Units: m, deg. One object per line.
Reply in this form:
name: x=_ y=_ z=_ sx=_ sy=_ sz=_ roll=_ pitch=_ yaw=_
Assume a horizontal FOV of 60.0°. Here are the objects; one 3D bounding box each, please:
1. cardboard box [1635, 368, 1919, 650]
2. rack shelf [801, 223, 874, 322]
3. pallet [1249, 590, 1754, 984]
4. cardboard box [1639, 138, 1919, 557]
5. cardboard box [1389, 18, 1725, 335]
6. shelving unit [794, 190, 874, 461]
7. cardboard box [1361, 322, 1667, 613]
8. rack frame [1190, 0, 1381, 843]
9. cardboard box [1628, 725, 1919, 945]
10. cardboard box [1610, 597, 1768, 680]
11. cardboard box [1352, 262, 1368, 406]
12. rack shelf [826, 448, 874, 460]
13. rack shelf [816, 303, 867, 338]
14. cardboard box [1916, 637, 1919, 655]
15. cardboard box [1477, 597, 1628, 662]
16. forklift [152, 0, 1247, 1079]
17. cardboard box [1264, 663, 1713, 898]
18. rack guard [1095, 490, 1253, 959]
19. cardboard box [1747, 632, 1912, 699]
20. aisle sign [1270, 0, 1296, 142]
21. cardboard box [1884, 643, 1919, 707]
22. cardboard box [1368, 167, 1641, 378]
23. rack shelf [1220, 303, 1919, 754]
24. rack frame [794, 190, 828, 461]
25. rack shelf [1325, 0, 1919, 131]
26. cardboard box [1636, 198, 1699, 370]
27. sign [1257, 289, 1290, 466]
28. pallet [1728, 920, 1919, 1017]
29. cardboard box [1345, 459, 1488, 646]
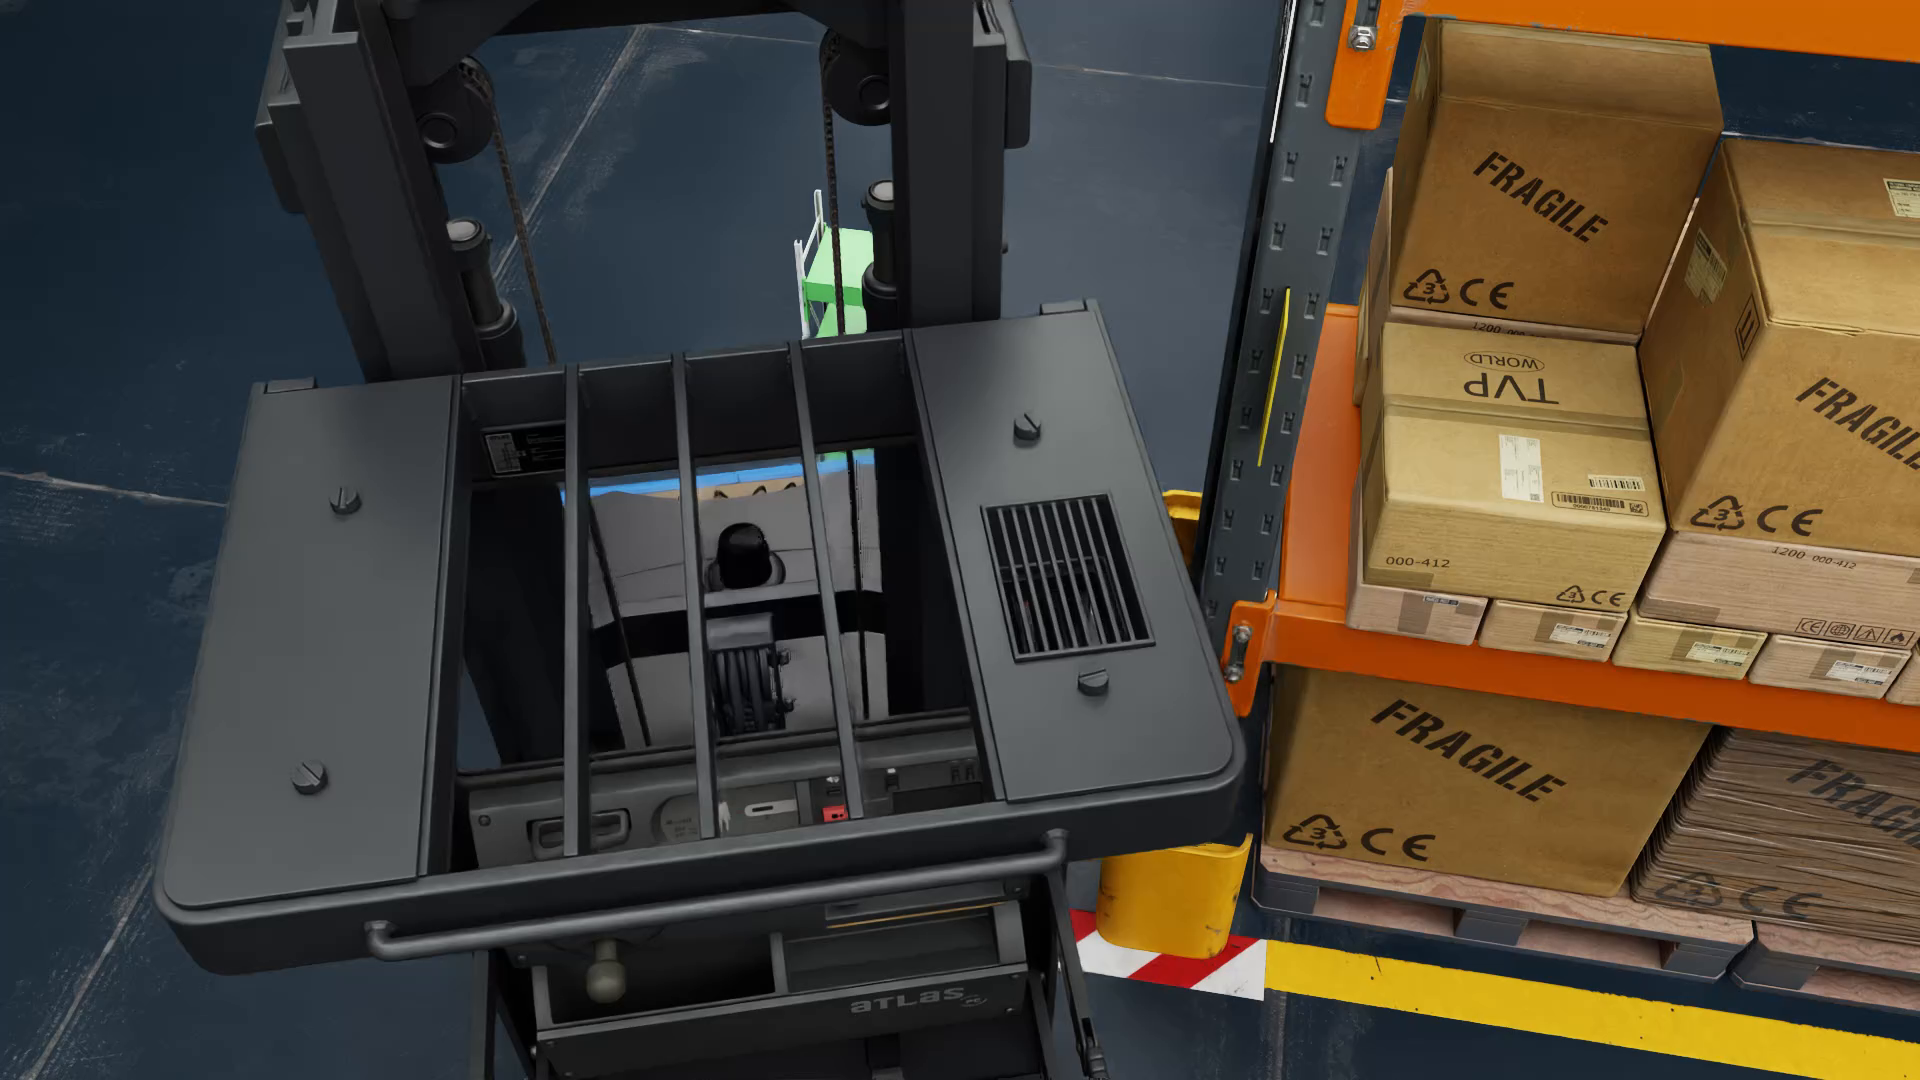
cardboard box: x=1.577 y=-0.087 z=3.212 sx=0.500 sy=0.250 sz=0.500 roll=7 pitch=48 yaw=6
rack shelf: x=-0.163 y=-0.701 z=4.514 sx=0.480 sy=0.148 sz=0.258 roll=8 pitch=49 yaw=7
pallet: x=1.441 y=0.618 z=4.553 sx=1.213 sy=0.211 sz=1.003 roll=8 pitch=49 yaw=7
cardboard box: x=1.556 y=-0.335 z=2.932 sx=0.500 sy=0.500 sz=0.500 roll=7 pitch=48 yaw=6
cardboard box: x=1.166 y=-0.791 z=3.341 sx=0.500 sy=0.500 sz=0.500 roll=8 pitch=49 yaw=7
shelving unit: x=-0.163 y=-0.423 z=4.823 sx=0.503 sy=1.200 sz=0.258 roll=8 pitch=49 yaw=7
cardboard box: x=1.064 y=-0.151 z=3.270 sx=0.500 sy=0.250 sz=0.500 roll=7 pitch=48 yaw=6
rack frame: x=0.640 y=-0.363 z=3.559 sx=0.127 sy=3.000 sz=1.000 roll=8 pitch=49 yaw=7
cardboard box: x=2.180 y=0.353 z=4.062 sx=0.875 sy=0.875 sz=0.875 roll=8 pitch=49 yaw=7
cardboard box: x=1.435 y=0.076 z=3.334 sx=0.250 sy=0.149 sz=0.380 roll=7 pitch=48 yaw=6
cardboard box: x=1.049 y=-0.473 z=3.827 sx=0.250 sy=0.149 sz=0.380 roll=9 pitch=49 yaw=8
rack shelf: x=-0.163 y=-0.220 z=5.049 sx=0.480 sy=0.148 sz=0.258 roll=8 pitch=49 yaw=7
rack shelf: x=-0.163 y=-0.541 z=4.692 sx=0.480 sy=0.148 sz=0.258 roll=8 pitch=49 yaw=7
cardboard box: x=2.071 y=-0.018 z=3.150 sx=0.500 sy=0.250 sz=0.500 roll=6 pitch=48 yaw=6
cardboard box: x=1.183 y=0.043 z=3.364 sx=0.250 sy=0.149 sz=0.380 roll=7 pitch=48 yaw=6
forklift: x=-0.305 y=0.653 z=2.692 sx=1.130 sy=2.935 sz=3.031 roll=-7 pitch=48 yaw=-6
cardboard box: x=1.284 y=0.233 z=4.170 sx=0.875 sy=0.875 sz=0.875 roll=8 pitch=49 yaw=7
rack guard: x=0.616 y=0.469 z=4.492 sx=0.348 sy=0.500 sz=1.175 roll=8 pitch=49 yaw=7
cardboard box: x=1.692 y=0.110 z=3.304 sx=0.250 sy=0.149 sz=0.380 roll=7 pitch=48 yaw=6
aisle sign: x=0.516 y=-1.022 z=2.404 sx=0.004 sy=0.787 sz=0.394 roll=8 pitch=49 yaw=7
cardboard box: x=1.942 y=0.144 z=3.273 sx=0.250 sy=0.149 sz=0.380 roll=7 pitch=48 yaw=6
cardboard box: x=1.164 y=-0.542 z=3.622 sx=0.500 sy=0.250 sz=0.500 roll=7 pitch=48 yaw=6
rack shelf: x=2.608 y=0.142 z=3.589 sx=4.000 sy=0.370 sz=1.077 roll=8 pitch=49 yaw=7
rack frame: x=-0.403 y=-0.455 z=4.852 sx=0.015 sy=1.200 sz=0.240 roll=8 pitch=49 yaw=7
rack shelf: x=2.608 y=-0.860 z=2.474 sx=4.000 sy=0.370 sz=1.077 roll=8 pitch=49 yaw=7
cardboard box: x=1.663 y=-0.475 z=3.561 sx=0.500 sy=0.250 sz=0.500 roll=7 pitch=48 yaw=6
sign: x=0.535 y=-0.273 z=2.844 sx=0.005 sy=0.325 sz=0.100 roll=8 pitch=49 yaw=7
pallet: x=2.638 y=0.781 z=4.407 sx=1.213 sy=0.211 sz=1.003 roll=8 pitch=49 yaw=7
cardboard box: x=0.931 y=0.010 z=3.394 sx=0.250 sy=0.149 sz=0.380 roll=8 pitch=49 yaw=7
